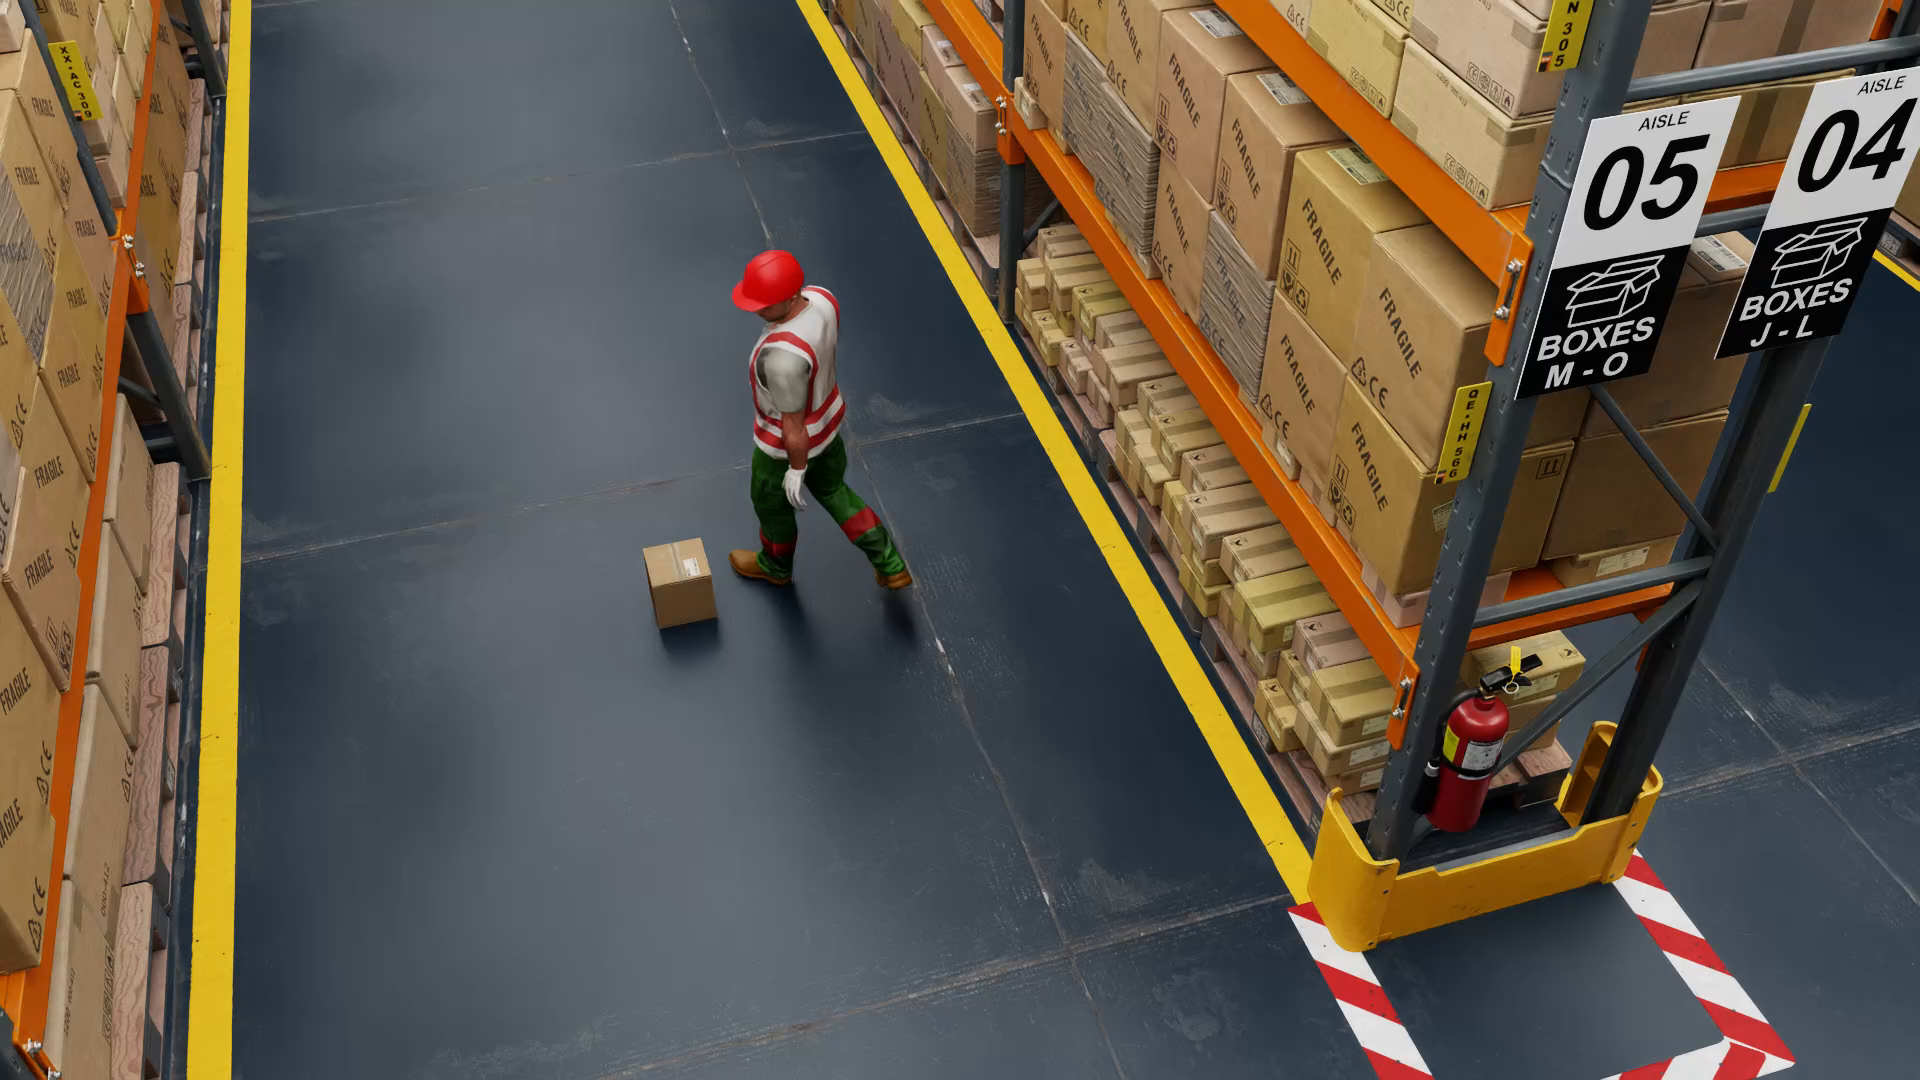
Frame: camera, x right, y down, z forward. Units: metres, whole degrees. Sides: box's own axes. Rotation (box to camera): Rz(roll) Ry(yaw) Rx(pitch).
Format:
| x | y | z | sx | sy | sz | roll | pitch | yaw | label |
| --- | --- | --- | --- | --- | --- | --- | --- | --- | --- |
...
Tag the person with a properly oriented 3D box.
| x | y | z | sx | sy | sz | roll | pitch | yaw | label |
| --- | --- | --- | --- | --- | --- | --- | --- | --- | --- |
| -0.606 | -0.440 | 6.638 | 0.880 | 1.763 | 0.602 | 17 | 45 | 18 | person |
